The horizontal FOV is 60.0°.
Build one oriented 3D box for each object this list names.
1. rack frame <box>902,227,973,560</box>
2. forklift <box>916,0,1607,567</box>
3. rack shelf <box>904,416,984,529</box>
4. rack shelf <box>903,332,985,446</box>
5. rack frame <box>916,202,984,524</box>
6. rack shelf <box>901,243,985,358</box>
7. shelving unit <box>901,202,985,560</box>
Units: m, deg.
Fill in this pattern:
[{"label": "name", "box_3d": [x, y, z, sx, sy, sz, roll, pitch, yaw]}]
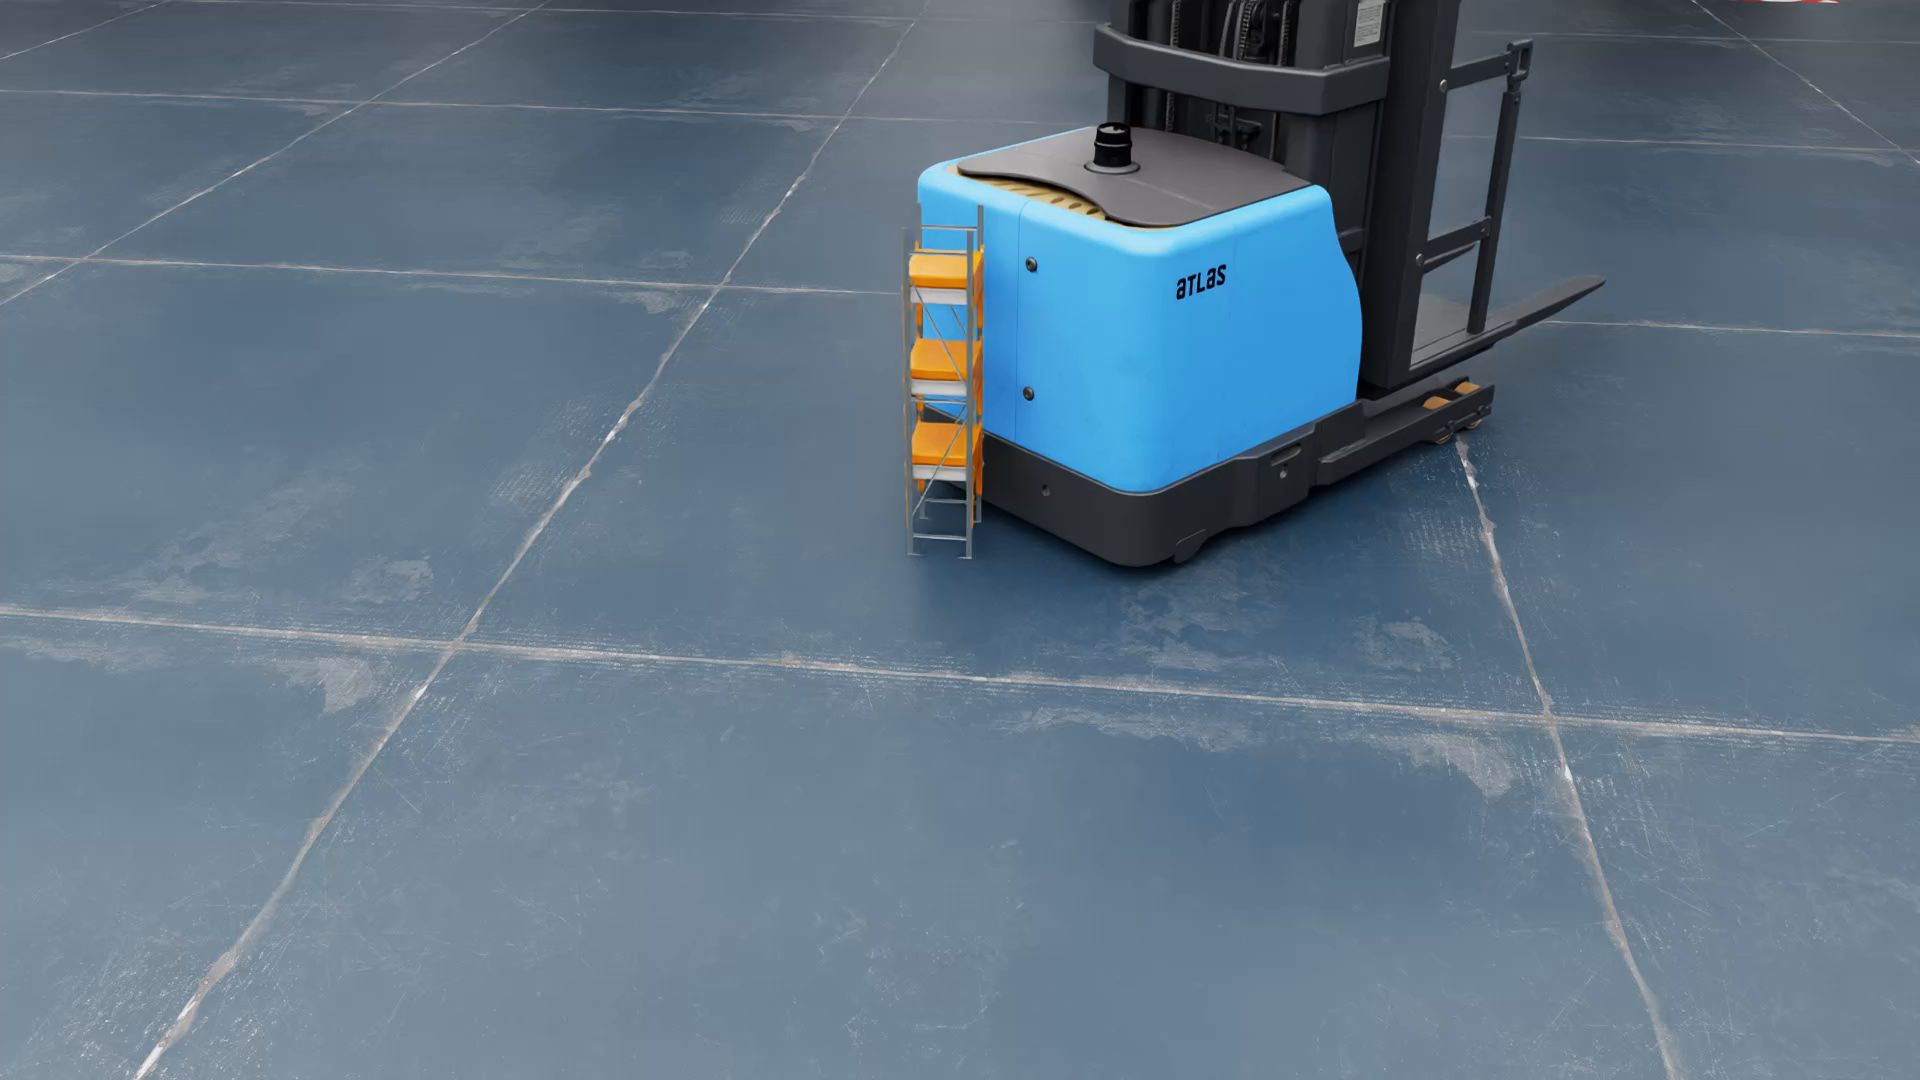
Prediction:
[{"label": "rack frame", "box_3d": [-0.063, -0.408, 4.900, 0.200, 1.050, 0.008, 4, 29, 7]}, {"label": "forklift", "box_3d": [1.284, -1.793, 5.488, 3.031, 2.935, 1.130, -23, 36, -36]}, {"label": "rack shelf", "box_3d": [-0.047, -0.211, 5.143, 0.215, 0.259, 0.240, 4, 29, 7]}, {"label": "rack shelf", "box_3d": [-0.047, -0.456, 5.012, 0.215, 0.259, 0.240, 4, 29, 7]}, {"label": "rack frame", "box_3d": [-0.031, -0.523, 5.113, 0.200, 1.050, 0.008, 4, 29, 7]}, {"label": "rack shelf", "box_3d": [-0.047, -0.706, 4.877, 0.215, 0.259, 0.240, 4, 29, 7]}, {"label": "shelving unit", "box_3d": [-0.047, -0.465, 5.007, 0.215, 1.050, 0.252, 4, 29, 7]}]
